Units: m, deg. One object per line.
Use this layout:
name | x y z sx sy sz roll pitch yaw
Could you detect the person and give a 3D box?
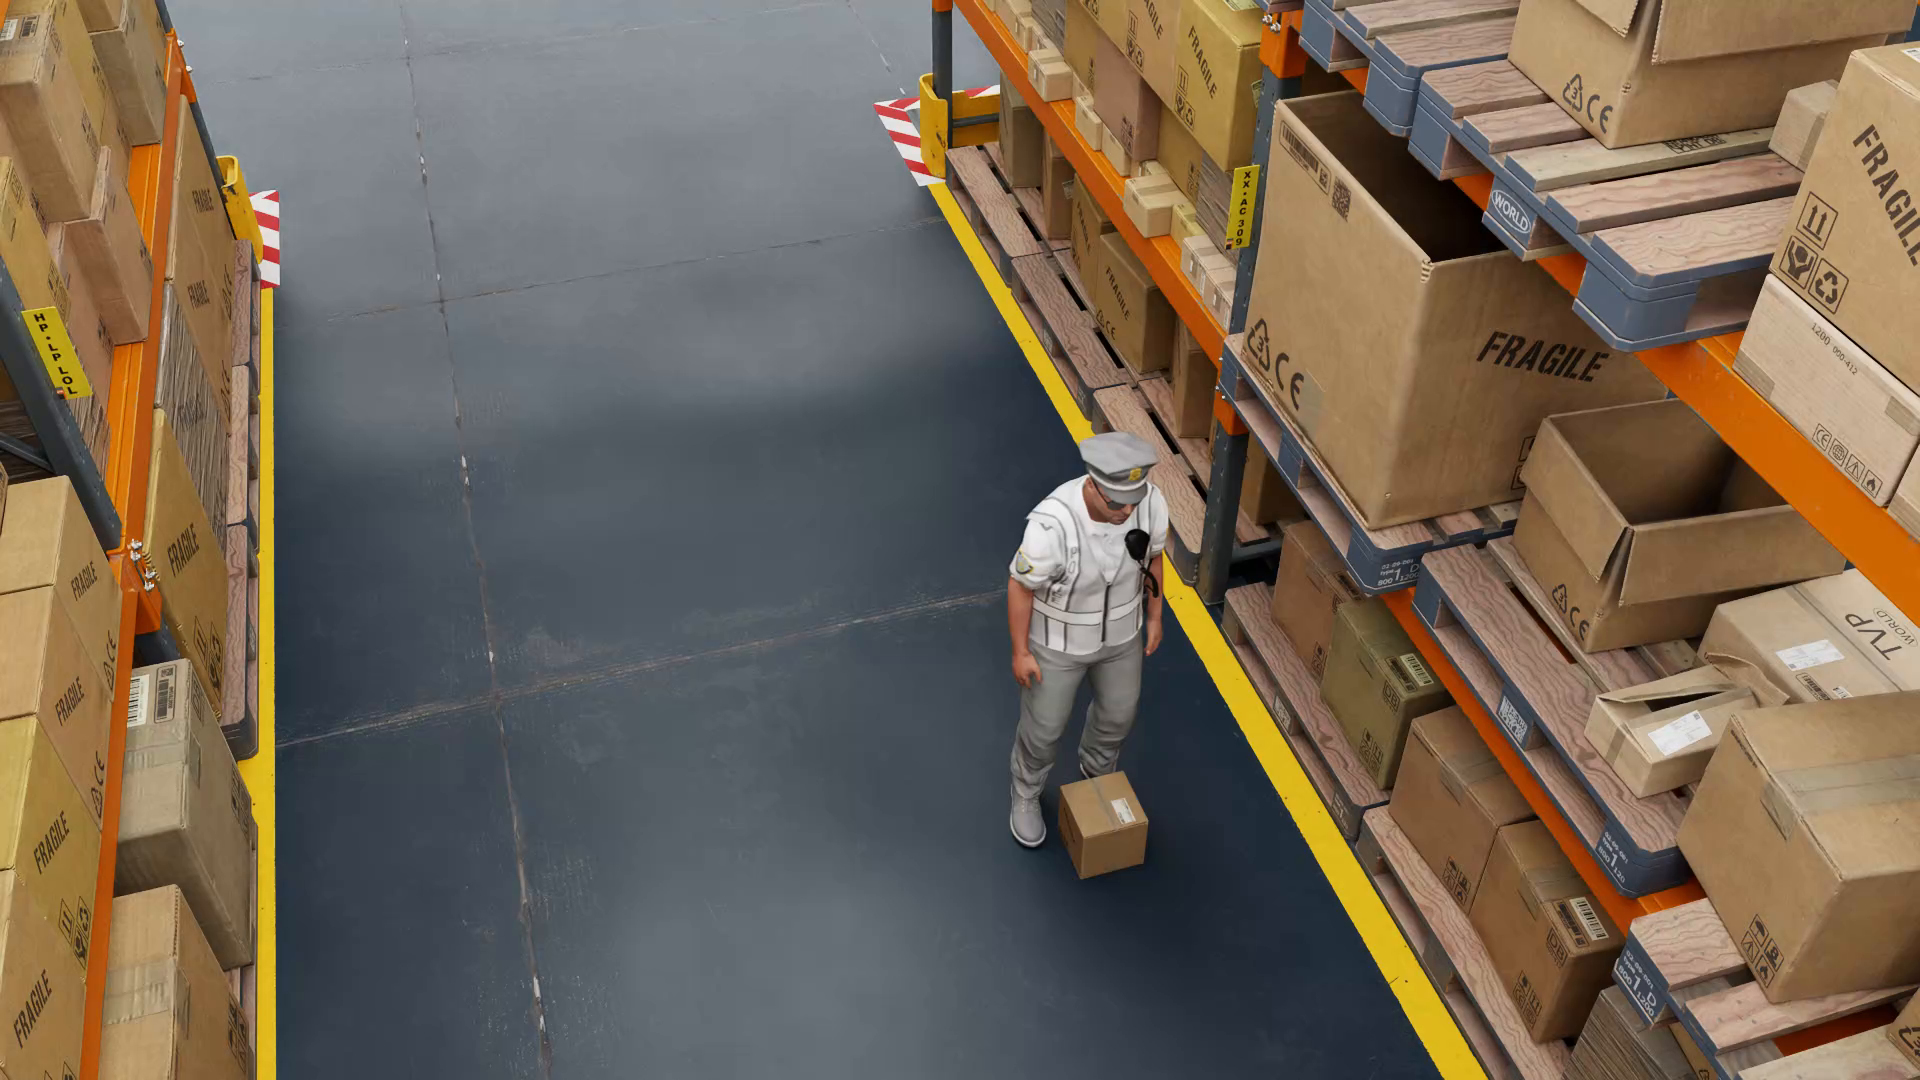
person | 0.434 0.313 5.807 0.598 1.747 0.437 -14 44 -15
